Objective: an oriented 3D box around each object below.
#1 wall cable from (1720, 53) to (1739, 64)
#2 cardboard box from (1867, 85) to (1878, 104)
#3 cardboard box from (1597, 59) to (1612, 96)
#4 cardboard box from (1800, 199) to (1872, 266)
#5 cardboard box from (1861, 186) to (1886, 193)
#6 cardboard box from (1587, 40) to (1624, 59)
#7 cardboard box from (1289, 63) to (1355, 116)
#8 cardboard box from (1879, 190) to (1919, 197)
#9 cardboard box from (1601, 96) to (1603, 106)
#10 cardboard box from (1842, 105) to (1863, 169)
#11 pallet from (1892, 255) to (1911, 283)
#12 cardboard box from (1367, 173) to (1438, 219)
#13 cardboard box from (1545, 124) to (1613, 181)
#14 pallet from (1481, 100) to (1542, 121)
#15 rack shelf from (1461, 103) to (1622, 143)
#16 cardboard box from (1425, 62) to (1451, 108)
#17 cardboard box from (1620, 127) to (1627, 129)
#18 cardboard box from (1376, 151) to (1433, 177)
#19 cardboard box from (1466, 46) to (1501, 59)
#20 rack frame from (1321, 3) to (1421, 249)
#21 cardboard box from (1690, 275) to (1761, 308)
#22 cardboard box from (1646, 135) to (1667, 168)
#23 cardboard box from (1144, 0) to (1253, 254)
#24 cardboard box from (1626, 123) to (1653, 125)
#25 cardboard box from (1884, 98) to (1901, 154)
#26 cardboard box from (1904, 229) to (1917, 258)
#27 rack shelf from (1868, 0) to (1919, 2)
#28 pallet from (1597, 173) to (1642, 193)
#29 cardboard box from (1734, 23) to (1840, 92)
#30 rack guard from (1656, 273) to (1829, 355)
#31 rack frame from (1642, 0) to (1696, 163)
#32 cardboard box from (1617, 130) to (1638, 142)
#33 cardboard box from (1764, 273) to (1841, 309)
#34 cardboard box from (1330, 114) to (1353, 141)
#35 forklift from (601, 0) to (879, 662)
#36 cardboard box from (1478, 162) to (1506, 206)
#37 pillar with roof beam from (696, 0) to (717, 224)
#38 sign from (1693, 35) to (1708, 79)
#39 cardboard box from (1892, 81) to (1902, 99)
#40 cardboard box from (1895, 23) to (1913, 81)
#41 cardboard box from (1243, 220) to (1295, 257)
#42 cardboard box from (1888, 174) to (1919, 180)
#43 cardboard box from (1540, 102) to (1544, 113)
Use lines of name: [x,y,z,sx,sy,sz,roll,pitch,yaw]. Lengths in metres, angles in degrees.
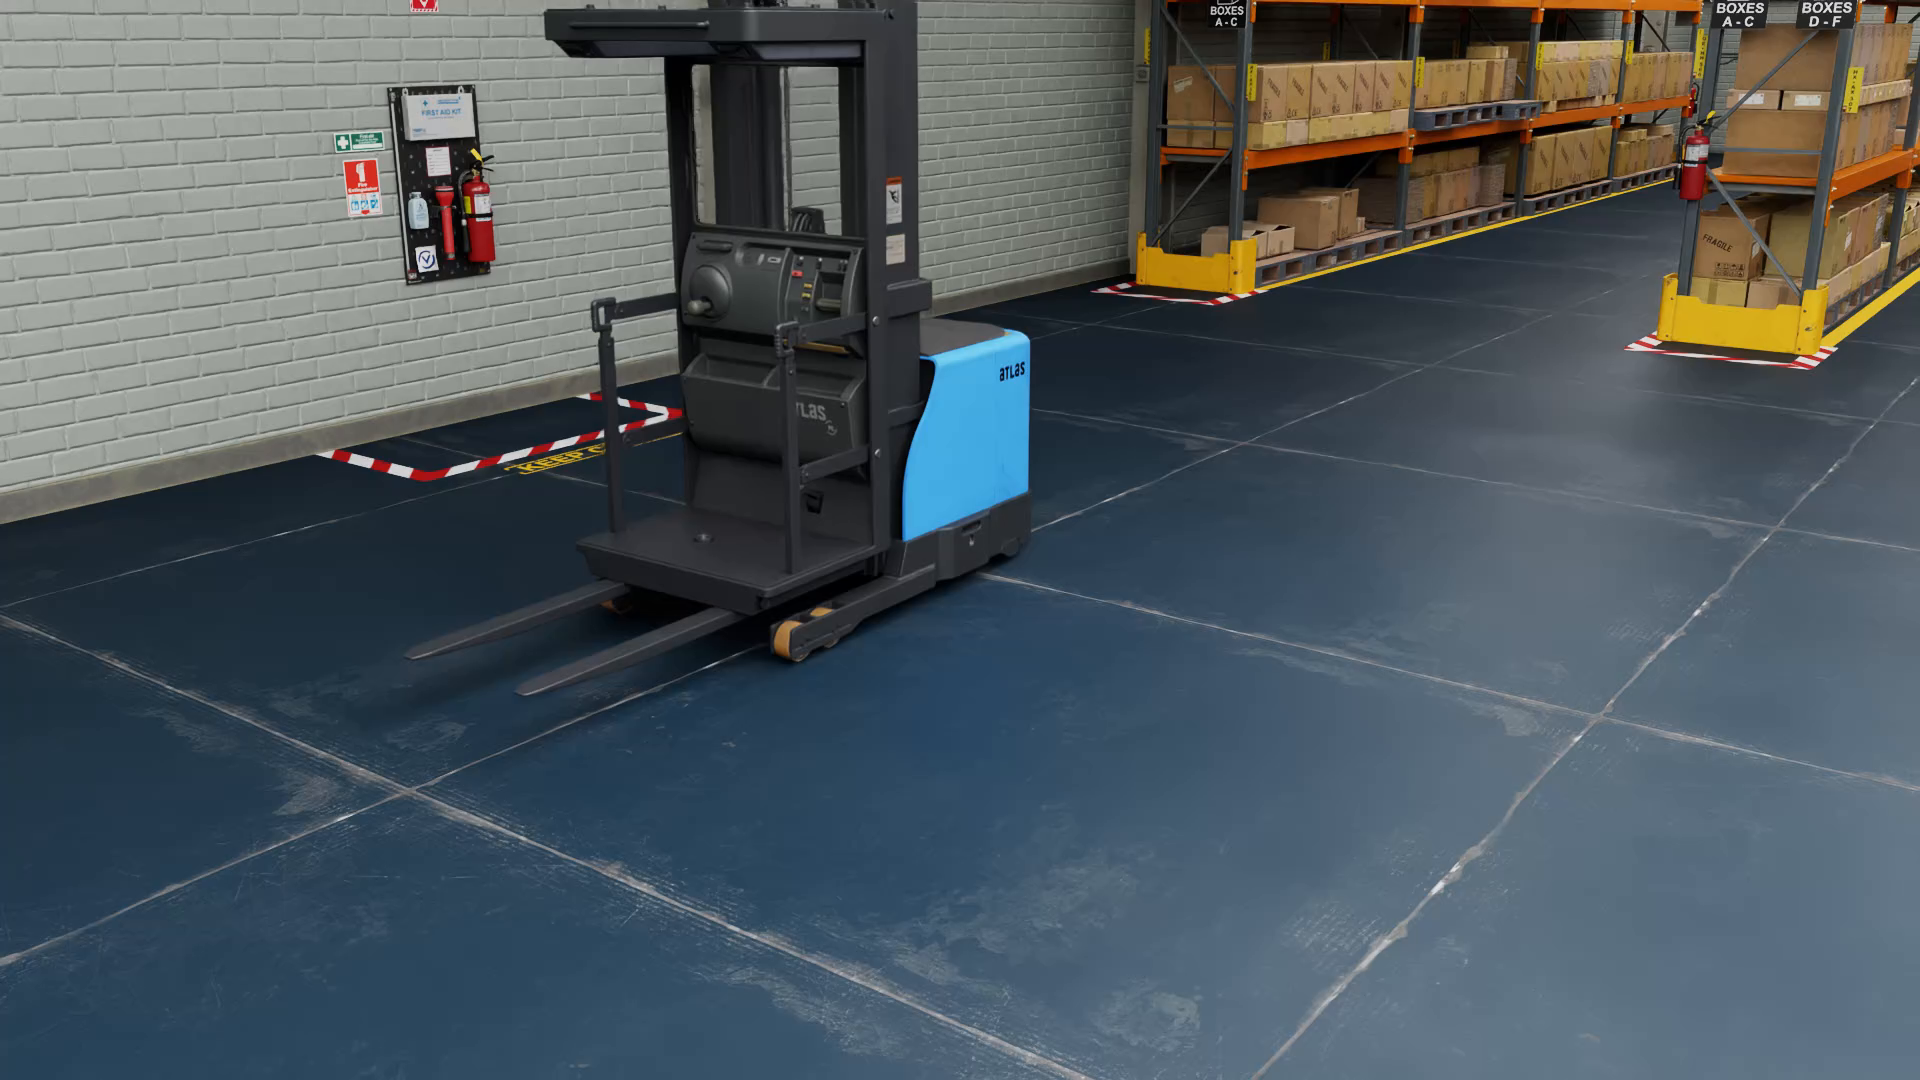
wall cable: [15.422,-10.352,31.641,3.097,2.526,0.112,12,21,35]
cardboard box: [7.535,-3.780,14.094,0.380,0.149,0.250,13,21,35]
cardboard box: [9.013,-6.655,23.912,0.500,0.500,0.500,13,21,35]
cardboard box: [7.606,-2.691,14.516,0.500,0.500,0.500,12,21,35]
cardboard box: [9.819,-3.741,18.214,0.500,0.311,0.500,12,21,33]
cardboard box: [9.309,-7.134,24.191,0.500,0.250,0.500,13,22,36]
cardboard box: [3.671,-4.595,16.936,0.500,0.500,0.500,13,22,36]
cardboard box: [9.957,-3.529,17.534,0.500,0.311,0.500,13,22,36]
cardboard box: [9.085,-6.374,24.102,0.380,0.149,0.250,13,22,36]
cardboard box: [7.110,-3.400,13.967,0.700,0.500,0.500,13,21,35]
pallet: [9.003,-2.804,16.917,1.003,0.211,1.213,12,21,35]
cardboard box: [5.308,-4.154,20.037,0.700,0.500,0.500,12,21,34]
cardboard box: [9.099,-5.729,24.552,0.750,0.750,0.750,13,21,35]
pallet: [6.659,-5.500,21.221,1.213,0.211,1.003,12,21,35]
rack shelf: [8.190,-5.913,23.441,1.077,0.370,4.000,12,21,35]
cardboard box: [5.284,-5.333,19.448,0.700,0.500,0.500,15,23,40]
cardboard box: [10.437,-6.521,26.597,0.380,0.149,0.250,12,21,34]
cardboard box: [5.300,-4.486,19.840,0.500,0.250,0.500,12,21,34]
cardboard box: [6.637,-6.181,21.087,0.380,0.149,0.250,9,19,26]
rack frame: [4.615,-4.828,18.732,1.000,3.000,0.127,12,21,35]
cardboard box: [6.294,-2.068,13.773,0.500,0.250,0.500,12,21,35]
cardboard box: [11.130,-6.389,27.267,0.700,0.500,0.500,12,21,35]
cardboard box: [12.656,-2.037,9.745,25.117,3.000,2.723,13,21,35]
cardboard box: [11.342,-6.883,27.764,0.380,0.149,0.250,13,21,35]
cardboard box: [8.336,-3.894,15.558,0.700,0.500,0.500,12,21,33]
cardboard box: [9.340,-3.015,16.822,0.500,0.250,0.500,13,22,36]
rack shelf: [9.787,-5.587,17.091,0.831,0.071,3.687,12,21,35]
pallet: [9.897,-5.569,25.820,1.003,0.211,1.213,12,21,35]
cardboard box: [6.532,-3.789,13.033,0.700,0.500,0.500,13,21,35]
rack guard: [6.198,-1.801,13.201,1.175,0.500,0.348,12,21,35]
rack frame: [11.767,-7.685,27.934,0.949,2.616,0.053,12,21,35]
cardboard box: [10.260,-6.259,25.754,0.380,0.149,0.250,13,22,37]
cardboard box: [7.005,-2.096,13.864,0.500,0.250,0.500,12,21,35]
cardboard box: [3.686,-4.240,17.057,0.500,0.250,0.500,13,21,35]
forklift: [-0.917,-1.073,6.757,1.121,2.935,3.031,12,21,33]
cardboard box: [6.611,-4.616,21.524,0.700,0.500,0.500,13,21,35]
pillar with roof beam: [1.836,-4.870,8.752,9.100,9.000,0.400,12,21,35]
sign: [5.785,-3.766,12.961,0.100,0.325,0.005,12,21,35]
cardboard box: [11.445,-2.754,11.634,9.833,0.649,2.443,12,21,35]
cardboard box: [8.336,-4.514,15.365,0.700,0.500,0.500,13,21,35]
cardboard box: [3.056,-3.086,16.915,0.500,0.311,0.500,15,22,39]
cardboard box: [11.347,-4.187,20.141,0.500,0.500,0.500,13,22,37]
cardboard box: [7.537,-5.766,22.143,0.380,0.149,0.250,13,21,35]
